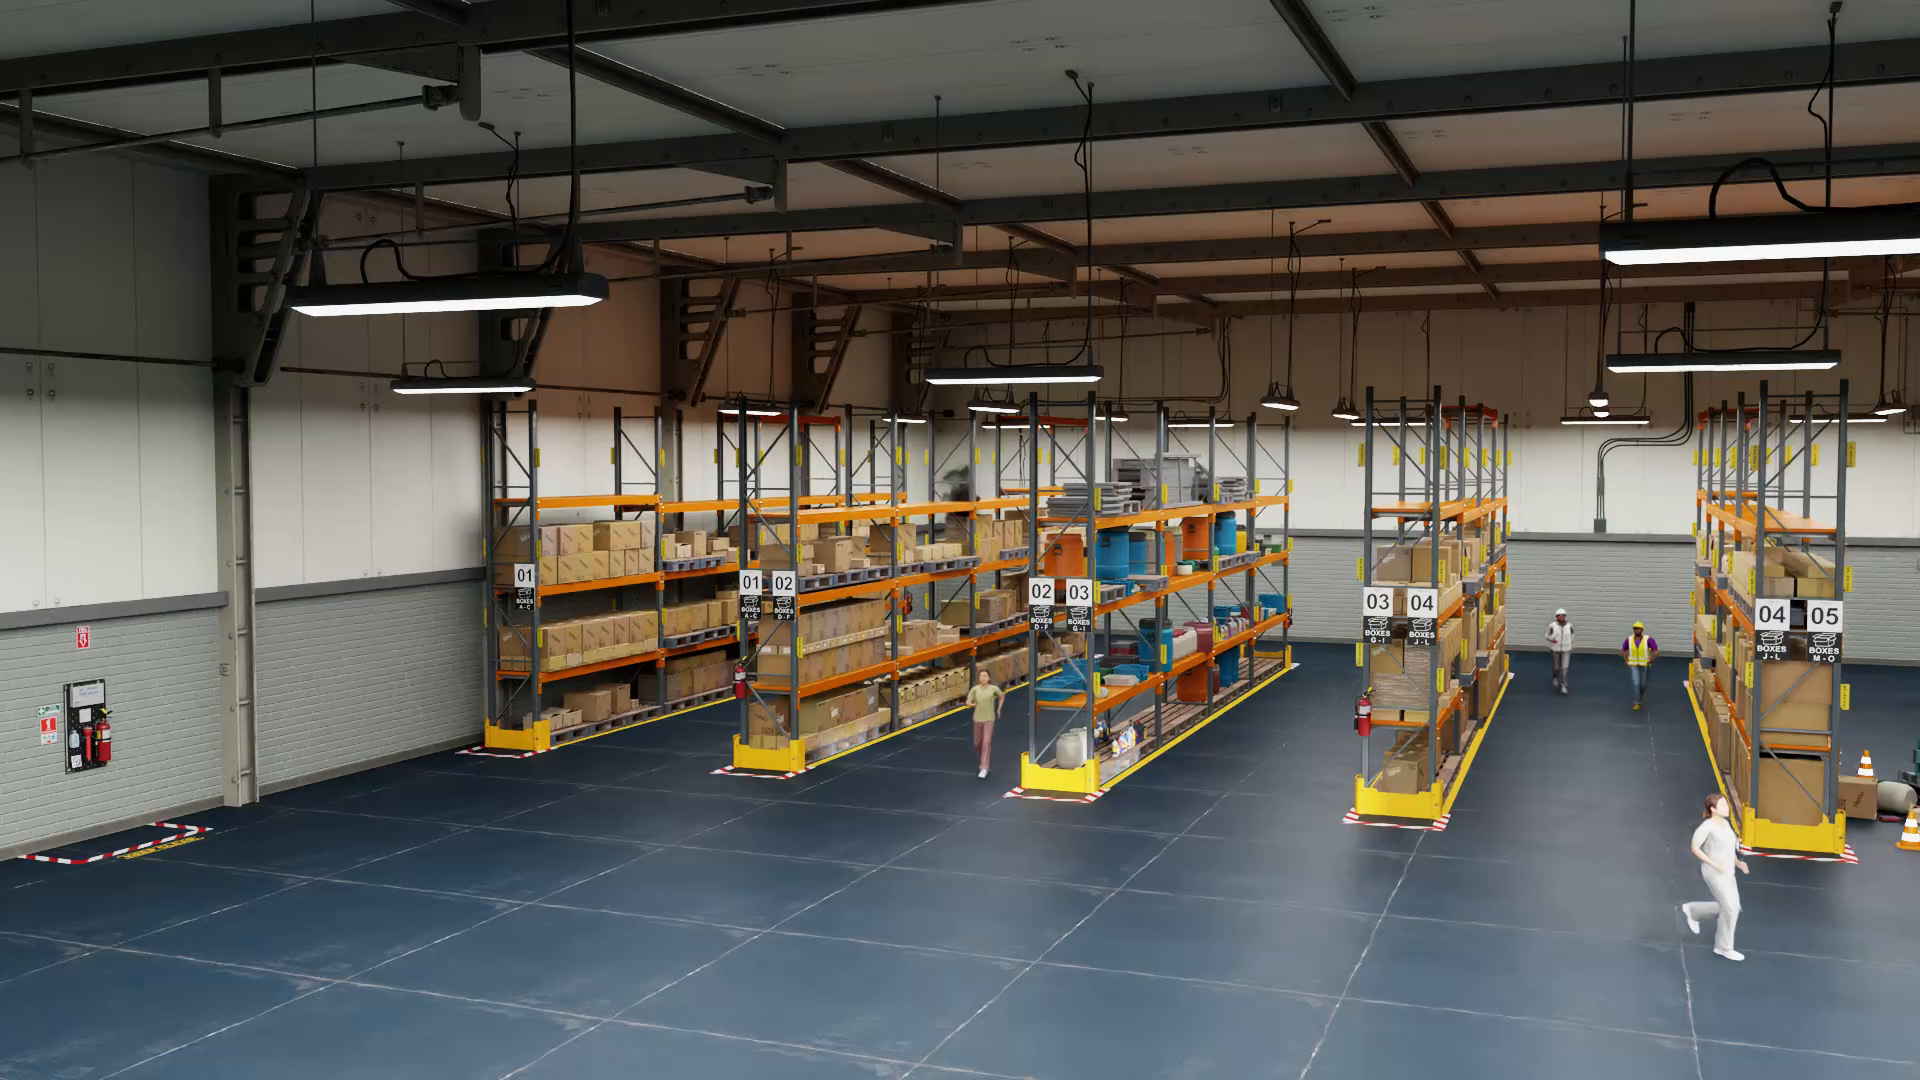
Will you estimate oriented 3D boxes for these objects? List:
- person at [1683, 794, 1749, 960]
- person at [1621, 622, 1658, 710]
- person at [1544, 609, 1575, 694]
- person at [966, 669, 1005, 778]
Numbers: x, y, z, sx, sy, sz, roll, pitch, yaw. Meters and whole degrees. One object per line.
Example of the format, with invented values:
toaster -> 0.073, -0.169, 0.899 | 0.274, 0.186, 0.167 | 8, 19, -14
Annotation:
person -> 7.593, 3.366, 16.785 | 0.565, 1.639, 0.669 | -2, 4, -37
person -> 13.557, 2.507, 33.189 | 0.693, 1.744, 0.669 | 1, 3, 27
person -> 12.823, 2.351, 35.540 | 0.659, 1.767, 0.974 | 1, 3, 13
person -> 0.381, 2.852, 26.226 | 0.578, 1.648, 0.943 | 1, 3, 12
